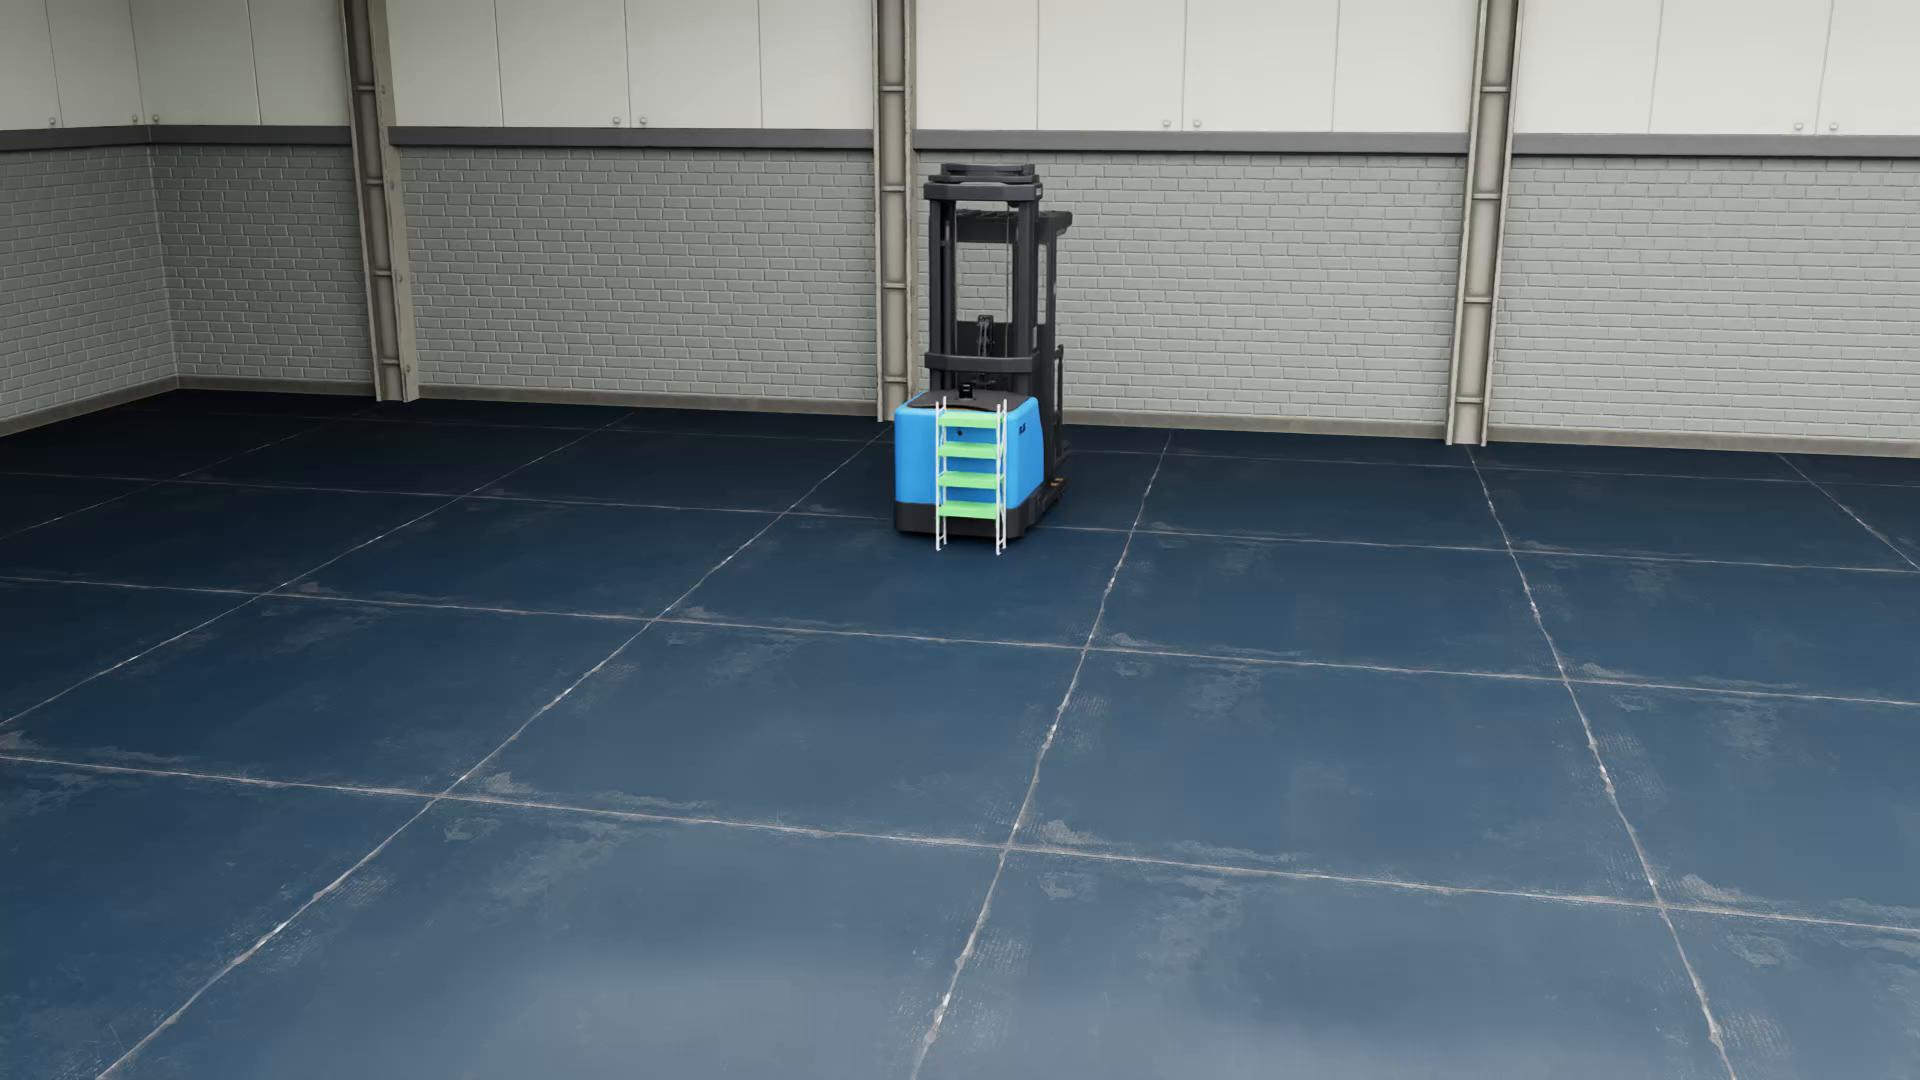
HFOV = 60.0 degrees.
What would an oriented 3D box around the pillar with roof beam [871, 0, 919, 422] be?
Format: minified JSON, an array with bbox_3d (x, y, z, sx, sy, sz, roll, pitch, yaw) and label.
[{"bbox_3d":[-1.539,-4.536,13.010,0.400,9.000,9.100,3,16,11],"label":"pillar with roof beam"}]

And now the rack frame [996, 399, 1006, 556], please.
[{"bbox_3d":[0.323,-0.485,12.997,0.015,1.200,0.240,4,16,14],"label":"rack frame"}]

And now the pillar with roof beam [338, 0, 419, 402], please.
[{"bbox_3d":[-7.418,-4.855,14.163,0.400,9.000,9.100,3,16,11],"label":"pillar with roof beam"}]

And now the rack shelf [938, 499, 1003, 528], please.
[{"bbox_3d":[0.087,-0.209,13.137,0.480,0.148,0.258,4,16,14],"label":"rack shelf"}]

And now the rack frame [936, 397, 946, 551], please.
[{"bbox_3d":[-0.149,-0.518,13.115,0.015,1.200,0.240,4,16,14],"label":"rack frame"}]

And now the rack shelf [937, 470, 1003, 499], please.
[{"bbox_3d":[0.087,-0.440,13.073,0.480,0.148,0.258,4,16,14],"label":"rack shelf"}]

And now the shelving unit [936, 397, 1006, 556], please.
[{"bbox_3d":[0.087,-0.502,13.056,0.503,1.200,0.258,4,16,14],"label":"shelving unit"}]

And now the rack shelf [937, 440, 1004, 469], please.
[{"bbox_3d":[0.087,-0.672,13.009,0.480,0.148,0.258,4,16,14],"label":"rack shelf"}]

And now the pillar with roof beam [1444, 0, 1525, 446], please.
[{"bbox_3d":[4.341,-4.217,11.858,0.400,9.000,9.100,3,16,11],"label":"pillar with roof beam"}]

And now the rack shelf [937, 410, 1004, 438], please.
[{"bbox_3d":[0.087,-0.903,12.945,0.480,0.148,0.258,4,16,14],"label":"rack shelf"}]

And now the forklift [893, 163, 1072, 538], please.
[{"bbox_3d":[0.338,-1.777,14.416,1.130,2.935,3.031,4,16,15],"label":"forklift"}]
